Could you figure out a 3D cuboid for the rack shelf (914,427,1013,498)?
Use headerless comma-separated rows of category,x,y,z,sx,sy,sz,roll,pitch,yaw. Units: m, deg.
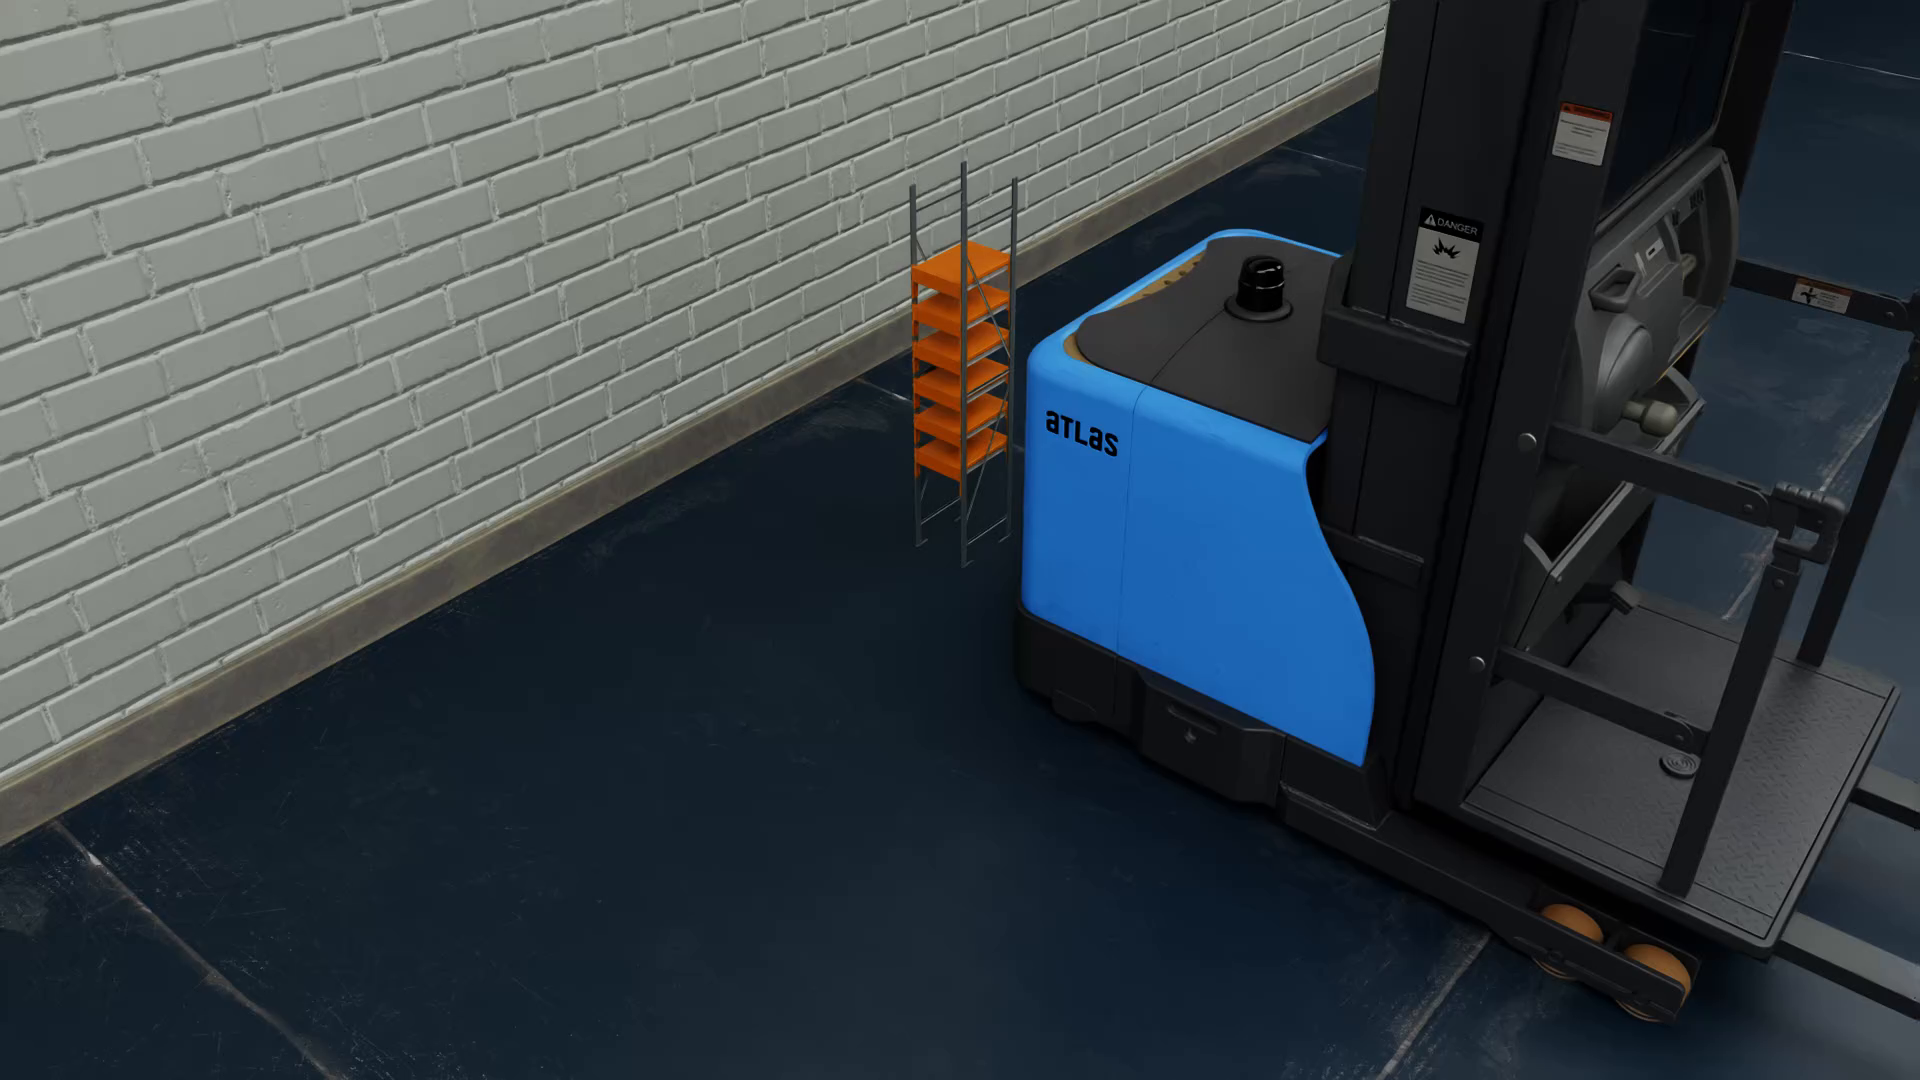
rack shelf,0.011,-0.255,5.064,0.180,0.103,0.258,25,42,32

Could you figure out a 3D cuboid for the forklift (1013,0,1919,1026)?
forklift,1.618,-0.483,3.364,3.031,2.935,1.130,24,41,31

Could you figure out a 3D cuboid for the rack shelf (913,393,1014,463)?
rack shelf,0.011,-0.354,4.996,0.180,0.103,0.258,25,42,32

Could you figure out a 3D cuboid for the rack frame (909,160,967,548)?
rack frame,-0.059,-0.523,4.951,0.006,1.200,0.240,25,42,32

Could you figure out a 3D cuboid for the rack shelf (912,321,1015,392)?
rack shelf,0.011,-0.552,4.860,0.180,0.103,0.258,25,42,32

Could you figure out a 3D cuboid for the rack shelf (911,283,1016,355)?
rack shelf,0.011,-0.651,4.792,0.180,0.103,0.258,25,42,32

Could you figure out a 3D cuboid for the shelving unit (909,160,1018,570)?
shelving unit,0.011,-0.489,4.903,0.189,1.200,0.258,25,42,32

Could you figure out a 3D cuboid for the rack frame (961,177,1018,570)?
rack frame,0.081,-0.456,4.854,0.006,1.200,0.240,25,42,32

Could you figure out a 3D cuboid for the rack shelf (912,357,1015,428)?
rack shelf,0.011,-0.453,4.928,0.180,0.103,0.258,25,42,32

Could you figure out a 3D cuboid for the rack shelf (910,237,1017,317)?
rack shelf,0.011,-0.749,4.724,0.180,0.103,0.258,25,42,32
